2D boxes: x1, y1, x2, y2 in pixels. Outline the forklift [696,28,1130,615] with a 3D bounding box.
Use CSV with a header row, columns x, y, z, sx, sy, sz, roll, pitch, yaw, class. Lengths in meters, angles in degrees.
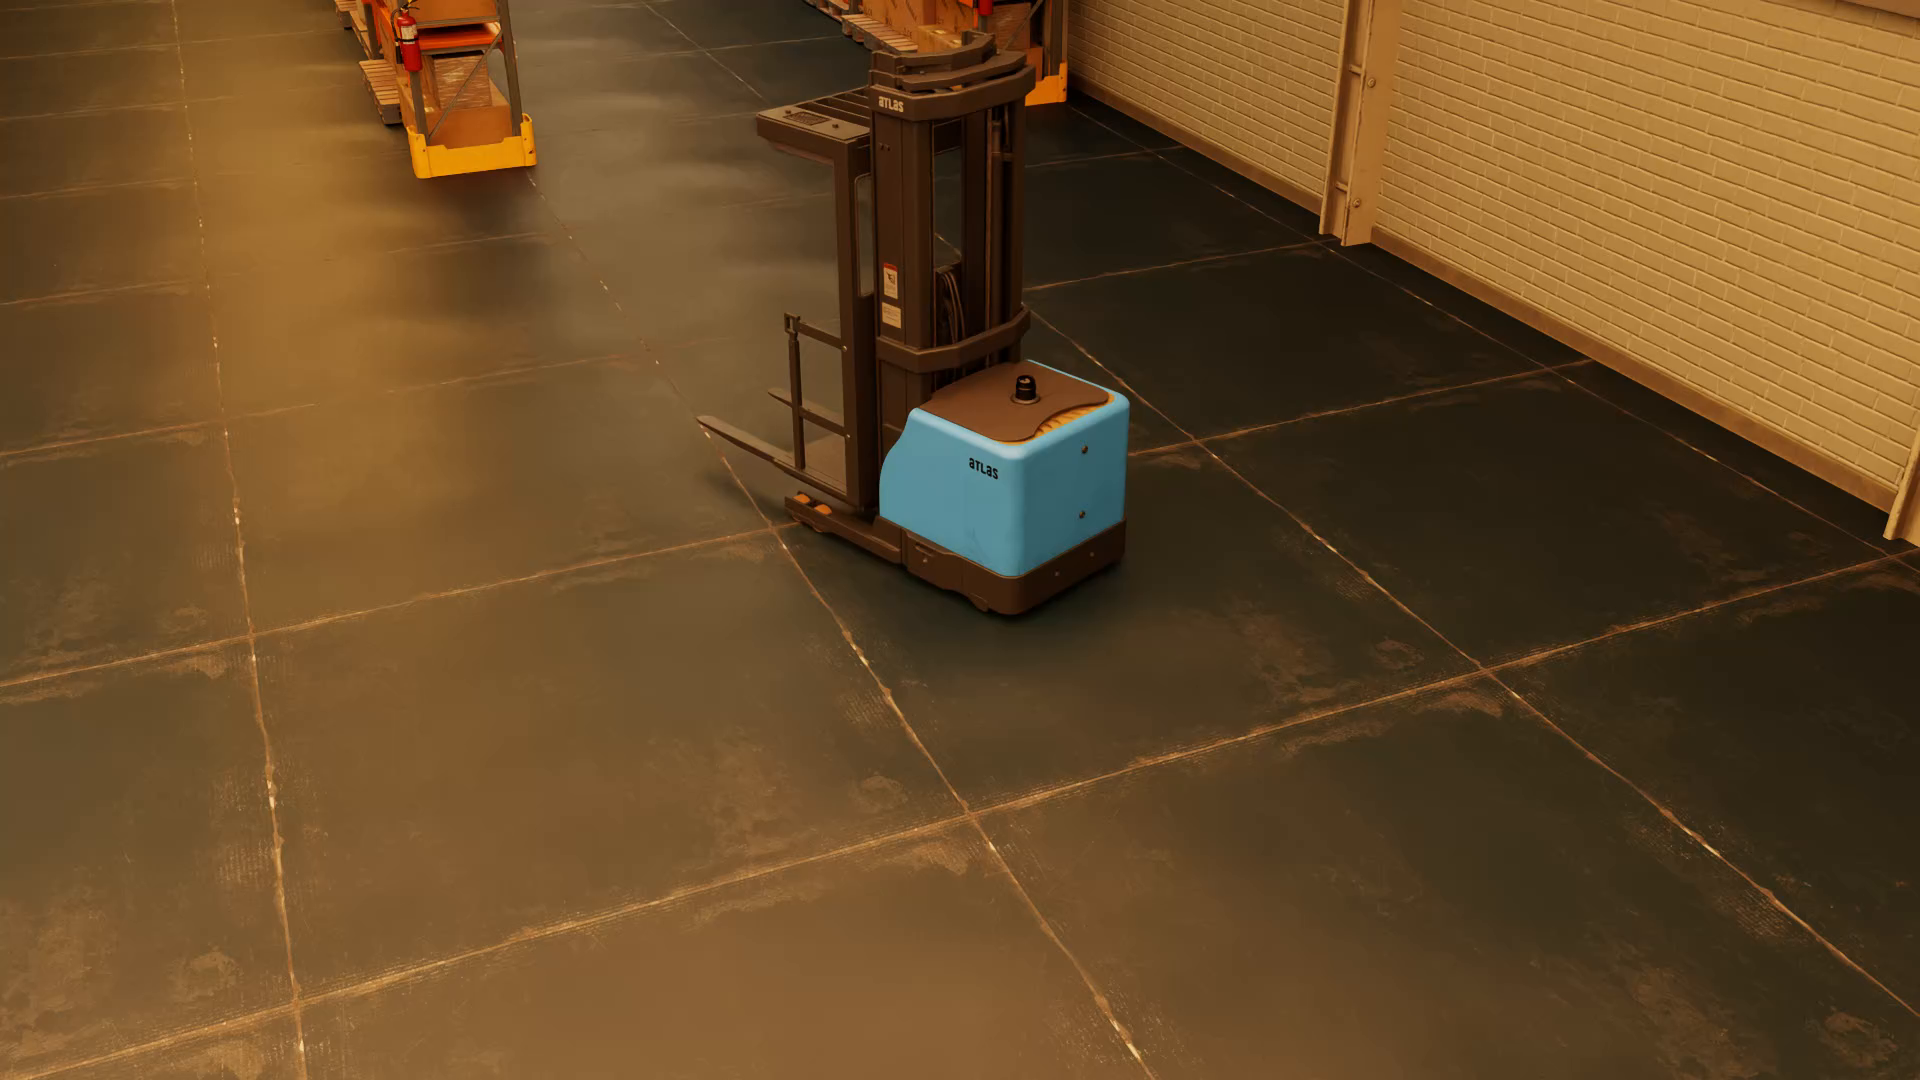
x,y,z,sx,sy,sz,roll,pitch,yaw,class
-0.436,-1.483,9.714,3.031,2.935,1.130,26,39,37,forklift
